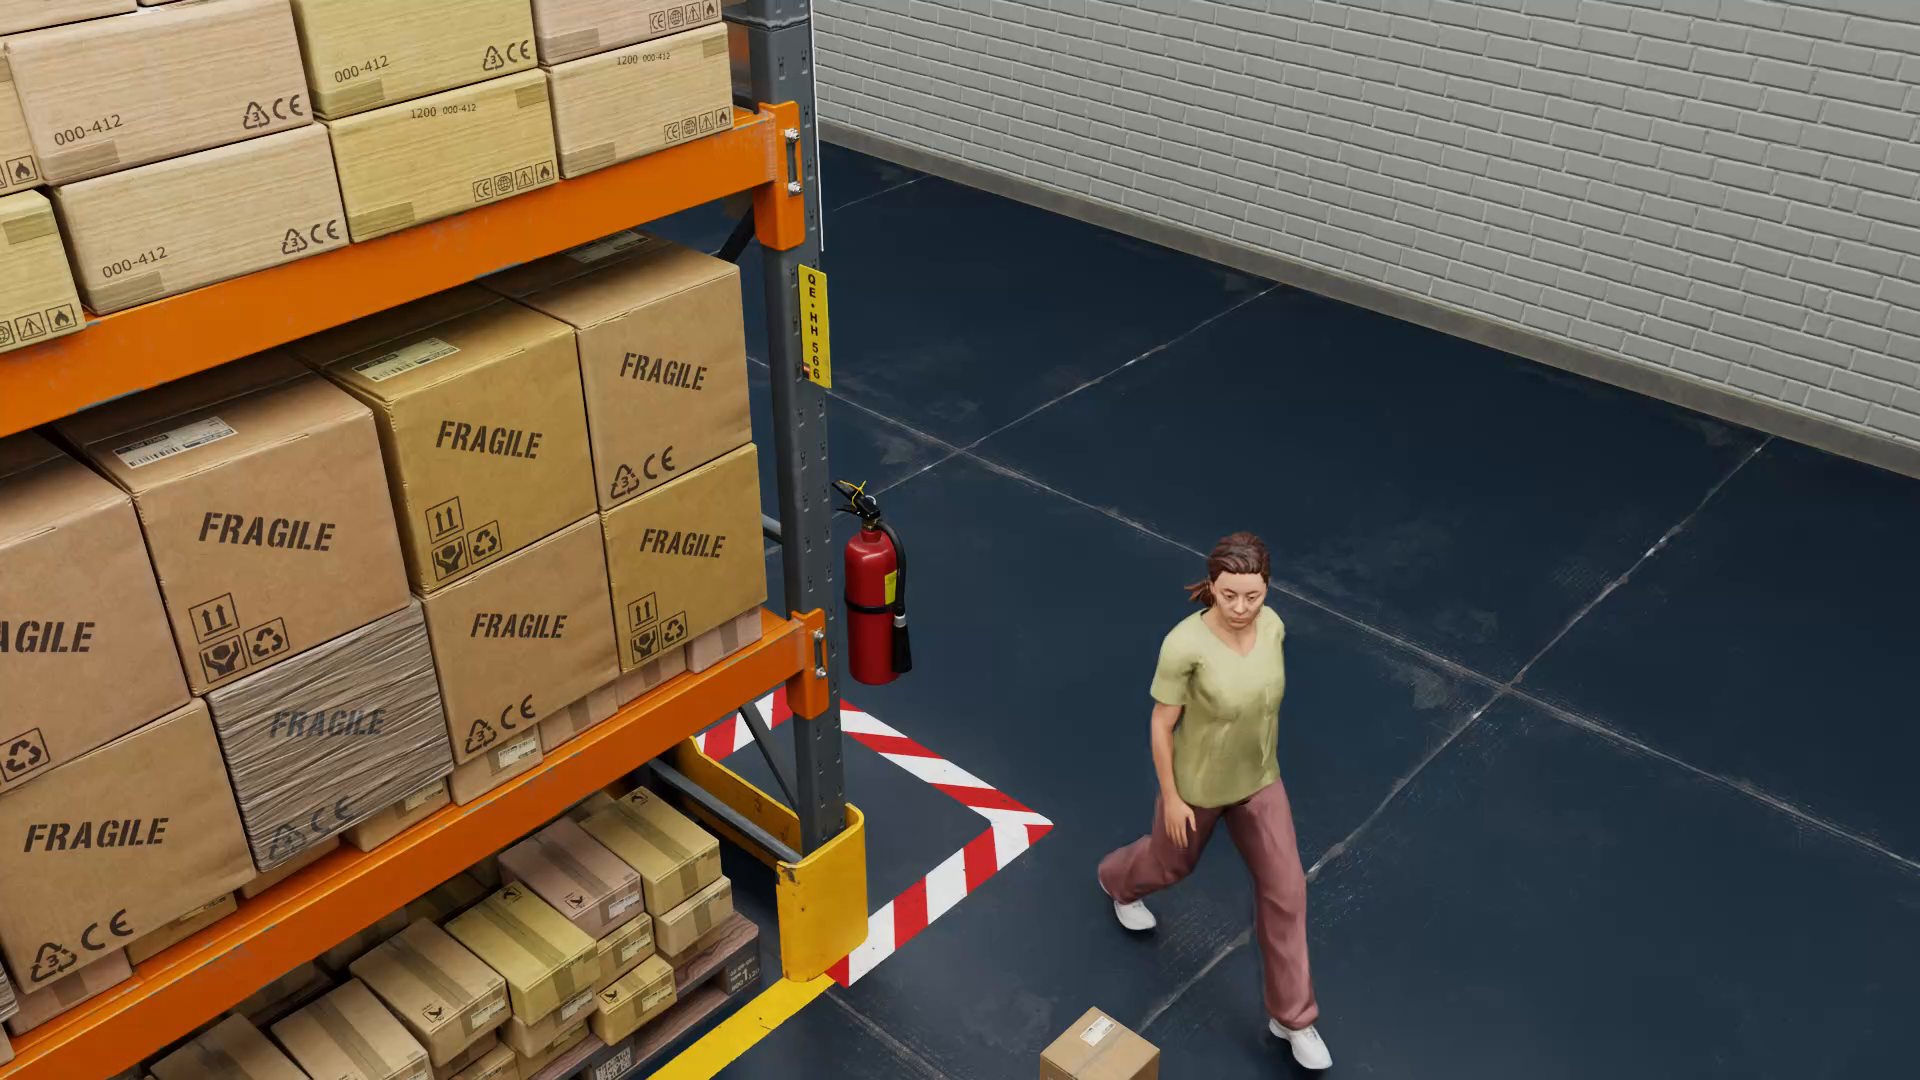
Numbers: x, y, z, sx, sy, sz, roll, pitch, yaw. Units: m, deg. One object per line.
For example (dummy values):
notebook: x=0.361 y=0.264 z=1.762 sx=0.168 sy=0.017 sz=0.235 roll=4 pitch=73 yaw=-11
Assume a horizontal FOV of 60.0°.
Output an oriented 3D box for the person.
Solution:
person: x=0.805 y=0.739 z=4.961 sx=0.464 sy=1.607 sz=1.038 roll=-12 pitch=33 yaw=-19
